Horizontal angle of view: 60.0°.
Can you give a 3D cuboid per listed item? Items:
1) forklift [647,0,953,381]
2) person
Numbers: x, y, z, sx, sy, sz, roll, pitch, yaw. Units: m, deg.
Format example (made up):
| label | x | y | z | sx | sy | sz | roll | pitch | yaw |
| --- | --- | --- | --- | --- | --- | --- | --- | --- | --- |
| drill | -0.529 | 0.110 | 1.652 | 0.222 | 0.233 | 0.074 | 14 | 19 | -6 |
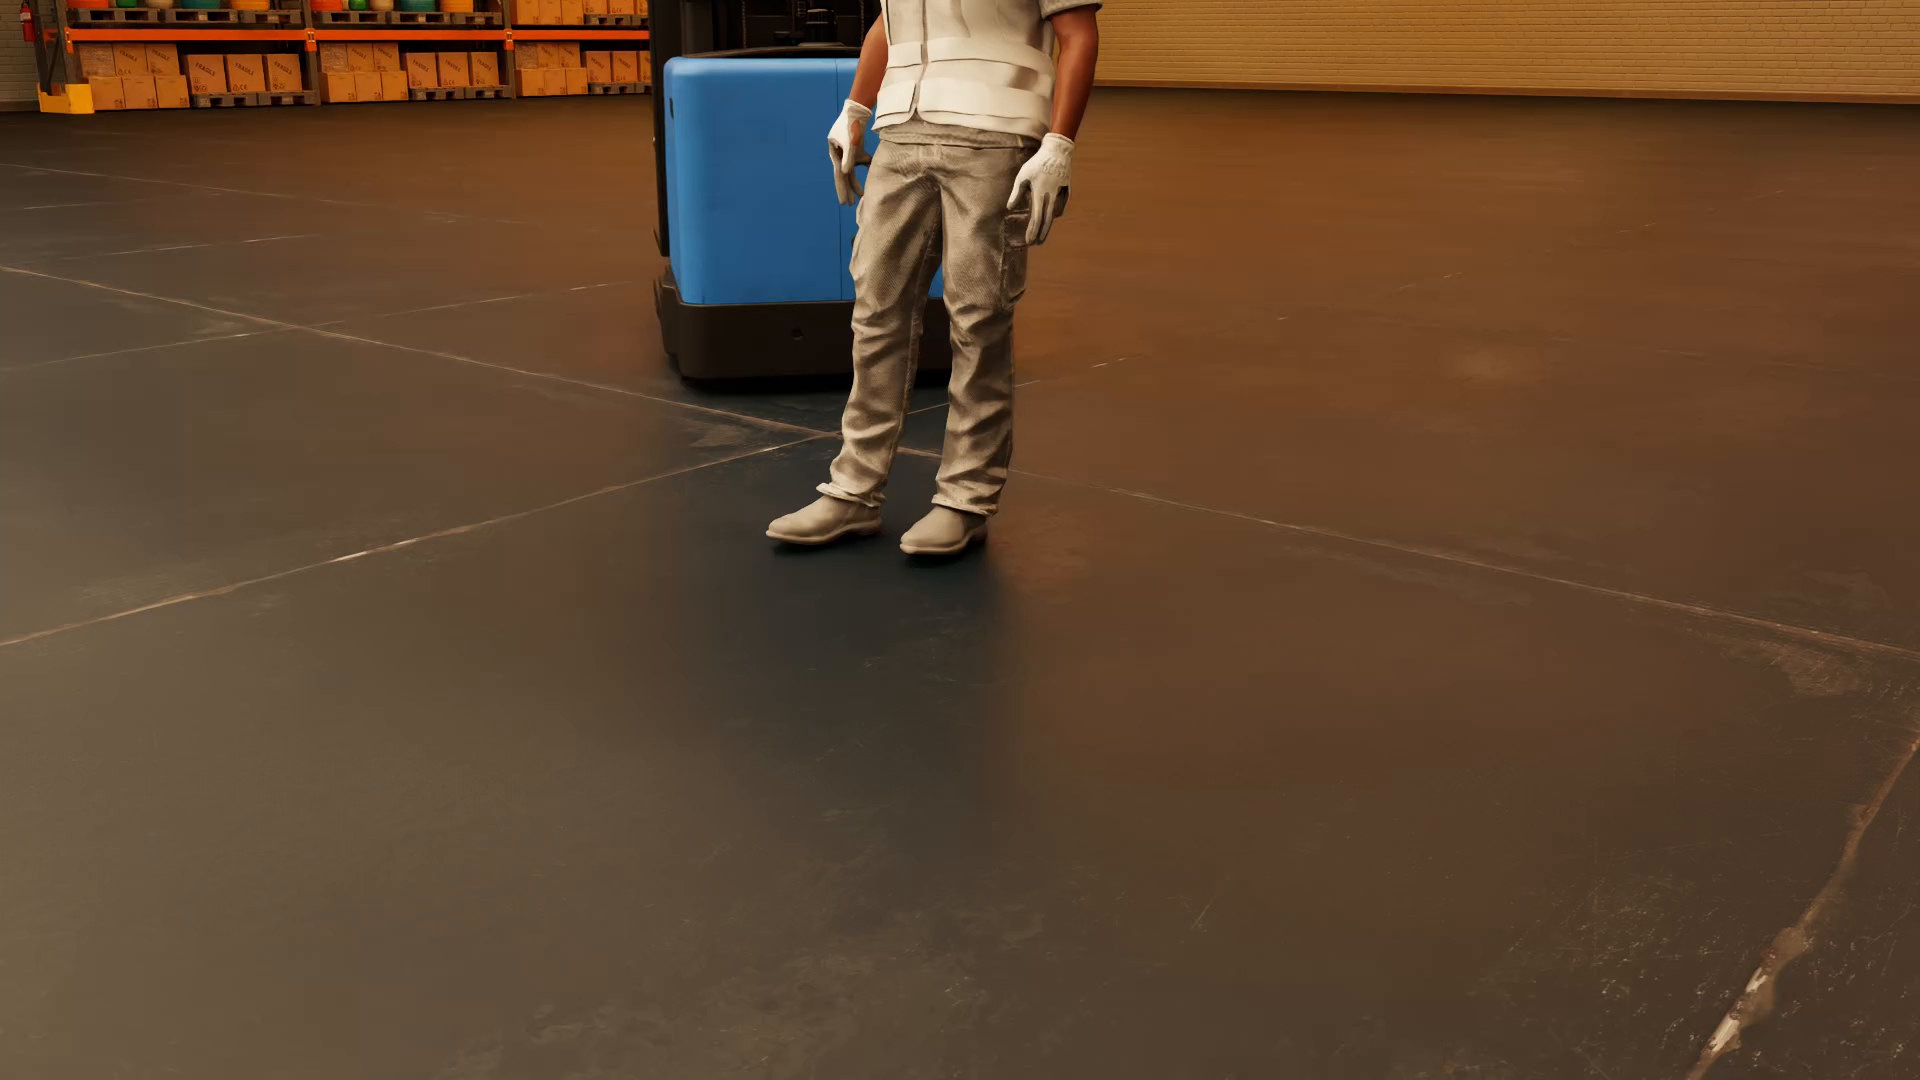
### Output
| label | x | y | z | sx | sy | sz | roll | pitch | yaw |
| --- | --- | --- | --- | --- | --- | --- | --- | --- | --- |
| forklift | -0.694 | -2.315 | 6.520 | 1.130 | 2.935 | 3.031 | -3 | 17 | -11 |
| person | -0.052 | -0.846 | 3.633 | 0.656 | 1.781 | 0.577 | 13 | 21 | 37 |
